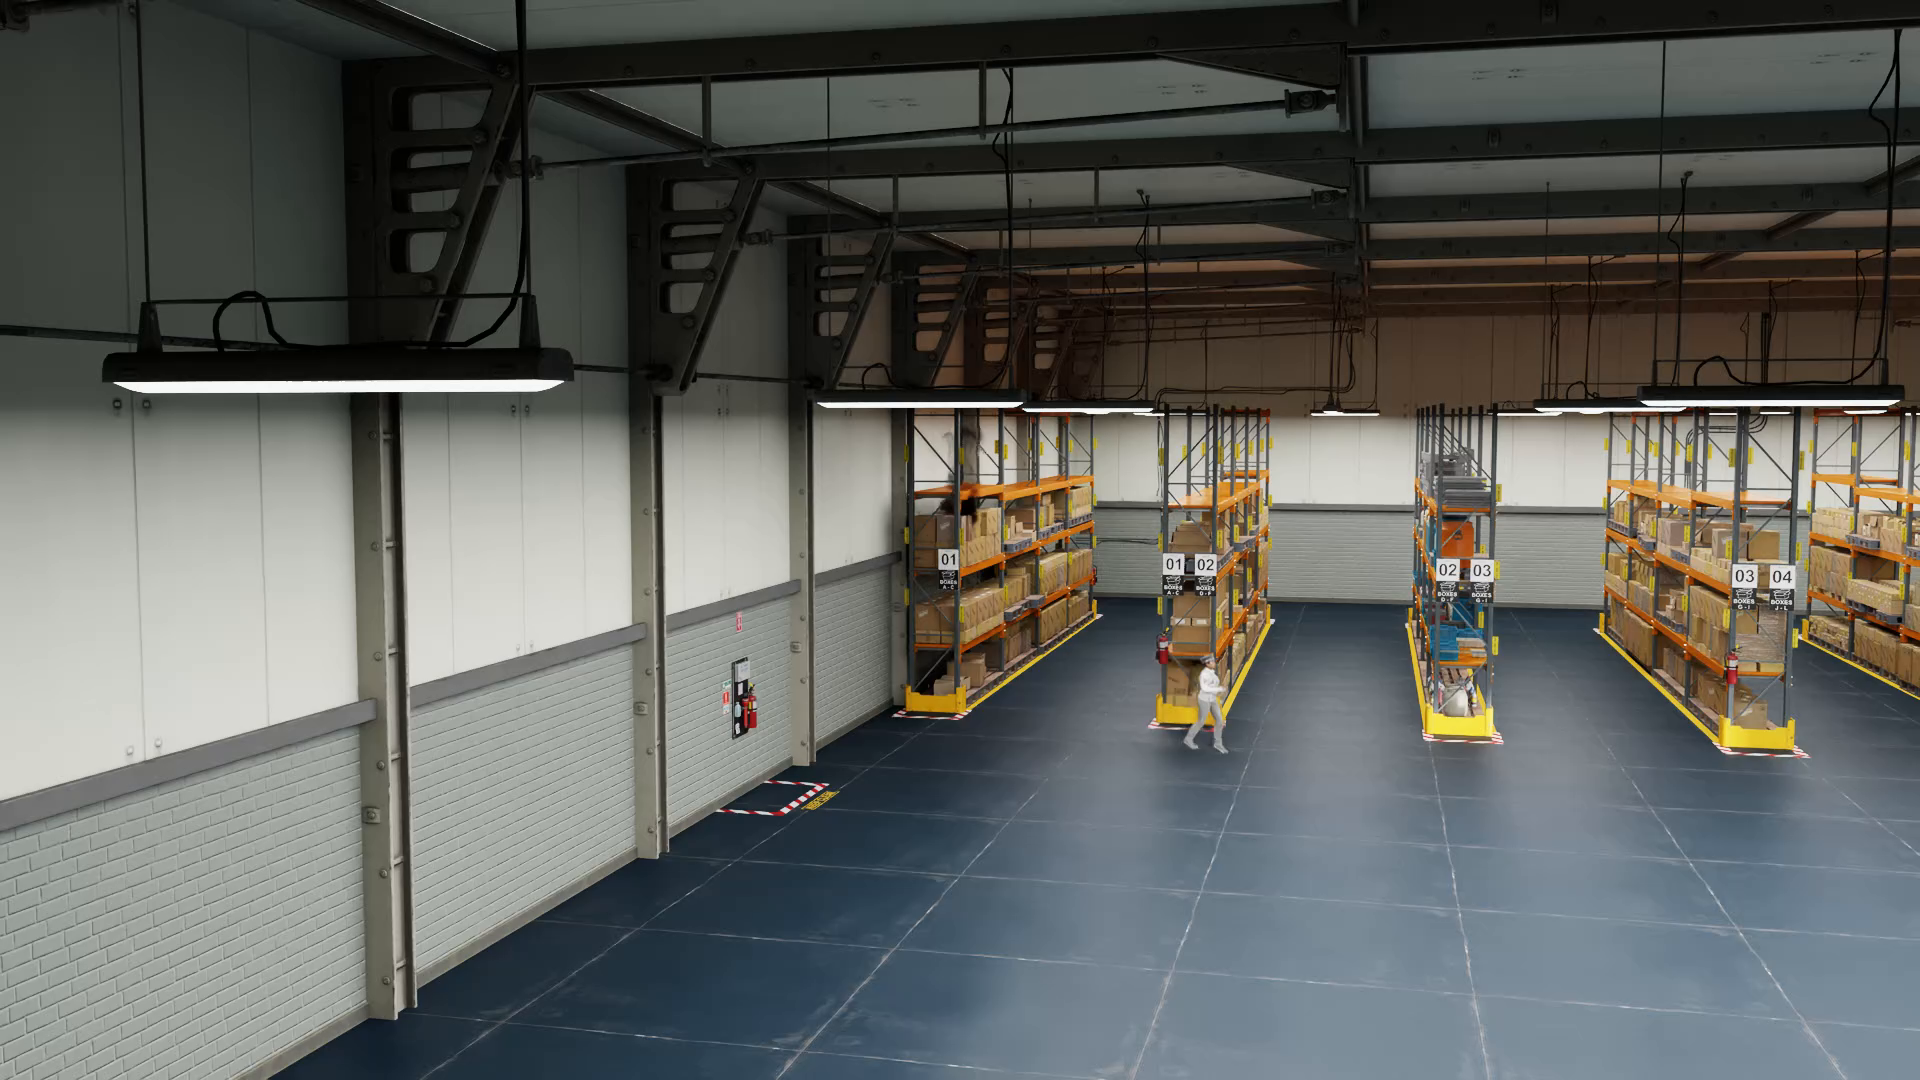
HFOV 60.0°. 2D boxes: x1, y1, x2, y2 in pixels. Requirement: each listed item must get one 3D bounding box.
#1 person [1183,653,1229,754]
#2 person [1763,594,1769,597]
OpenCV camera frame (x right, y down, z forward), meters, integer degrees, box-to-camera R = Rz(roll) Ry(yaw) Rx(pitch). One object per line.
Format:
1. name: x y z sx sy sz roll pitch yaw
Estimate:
1. person: 4.208 2.798 28.488 0.779 1.743 0.599 3 5 31
2. person: 21.364 1.636 44.193 0.646 1.740 0.584 3 5 38
